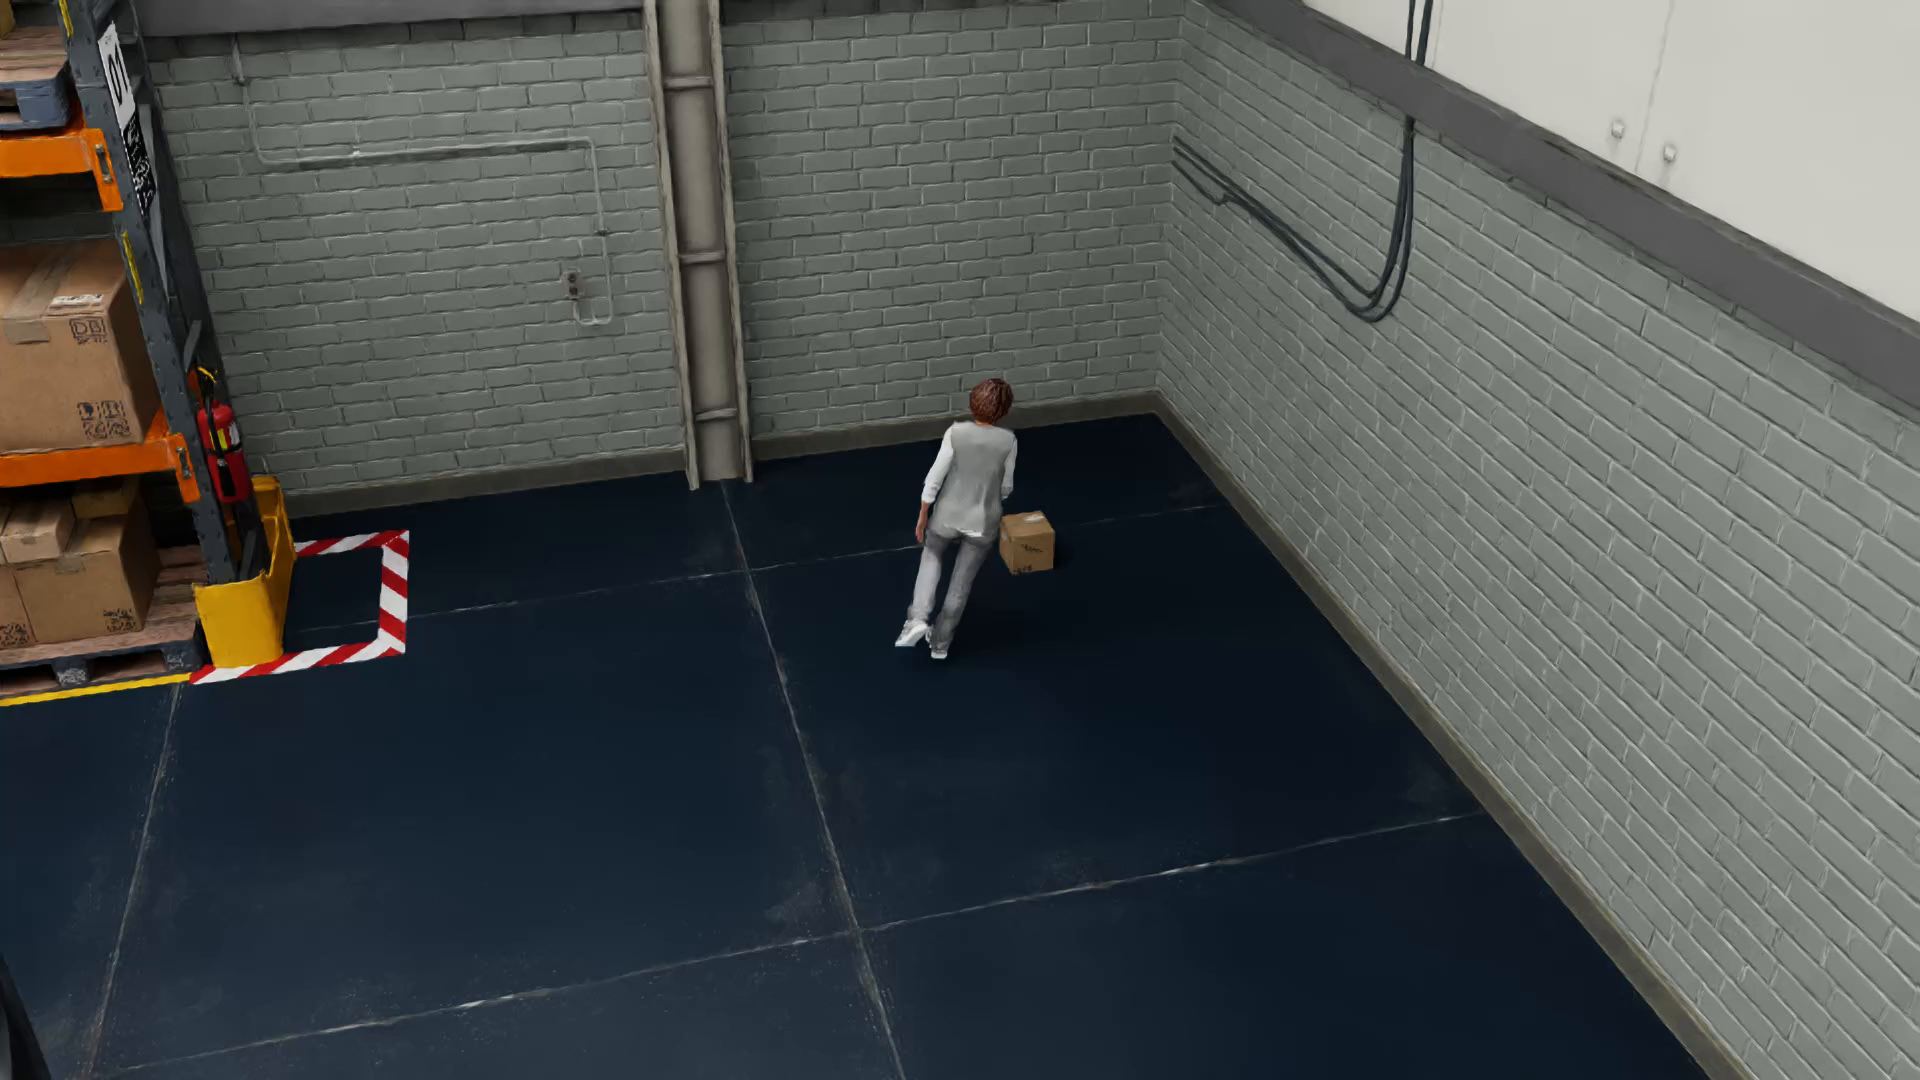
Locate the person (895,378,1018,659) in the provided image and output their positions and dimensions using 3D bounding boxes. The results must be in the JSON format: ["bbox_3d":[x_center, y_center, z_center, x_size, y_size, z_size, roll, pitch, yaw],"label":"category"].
[{"bbox_3d":[-0.021,-0.089,8.382,0.612,1.560,0.449,2,31,4],"label":"person"}]
